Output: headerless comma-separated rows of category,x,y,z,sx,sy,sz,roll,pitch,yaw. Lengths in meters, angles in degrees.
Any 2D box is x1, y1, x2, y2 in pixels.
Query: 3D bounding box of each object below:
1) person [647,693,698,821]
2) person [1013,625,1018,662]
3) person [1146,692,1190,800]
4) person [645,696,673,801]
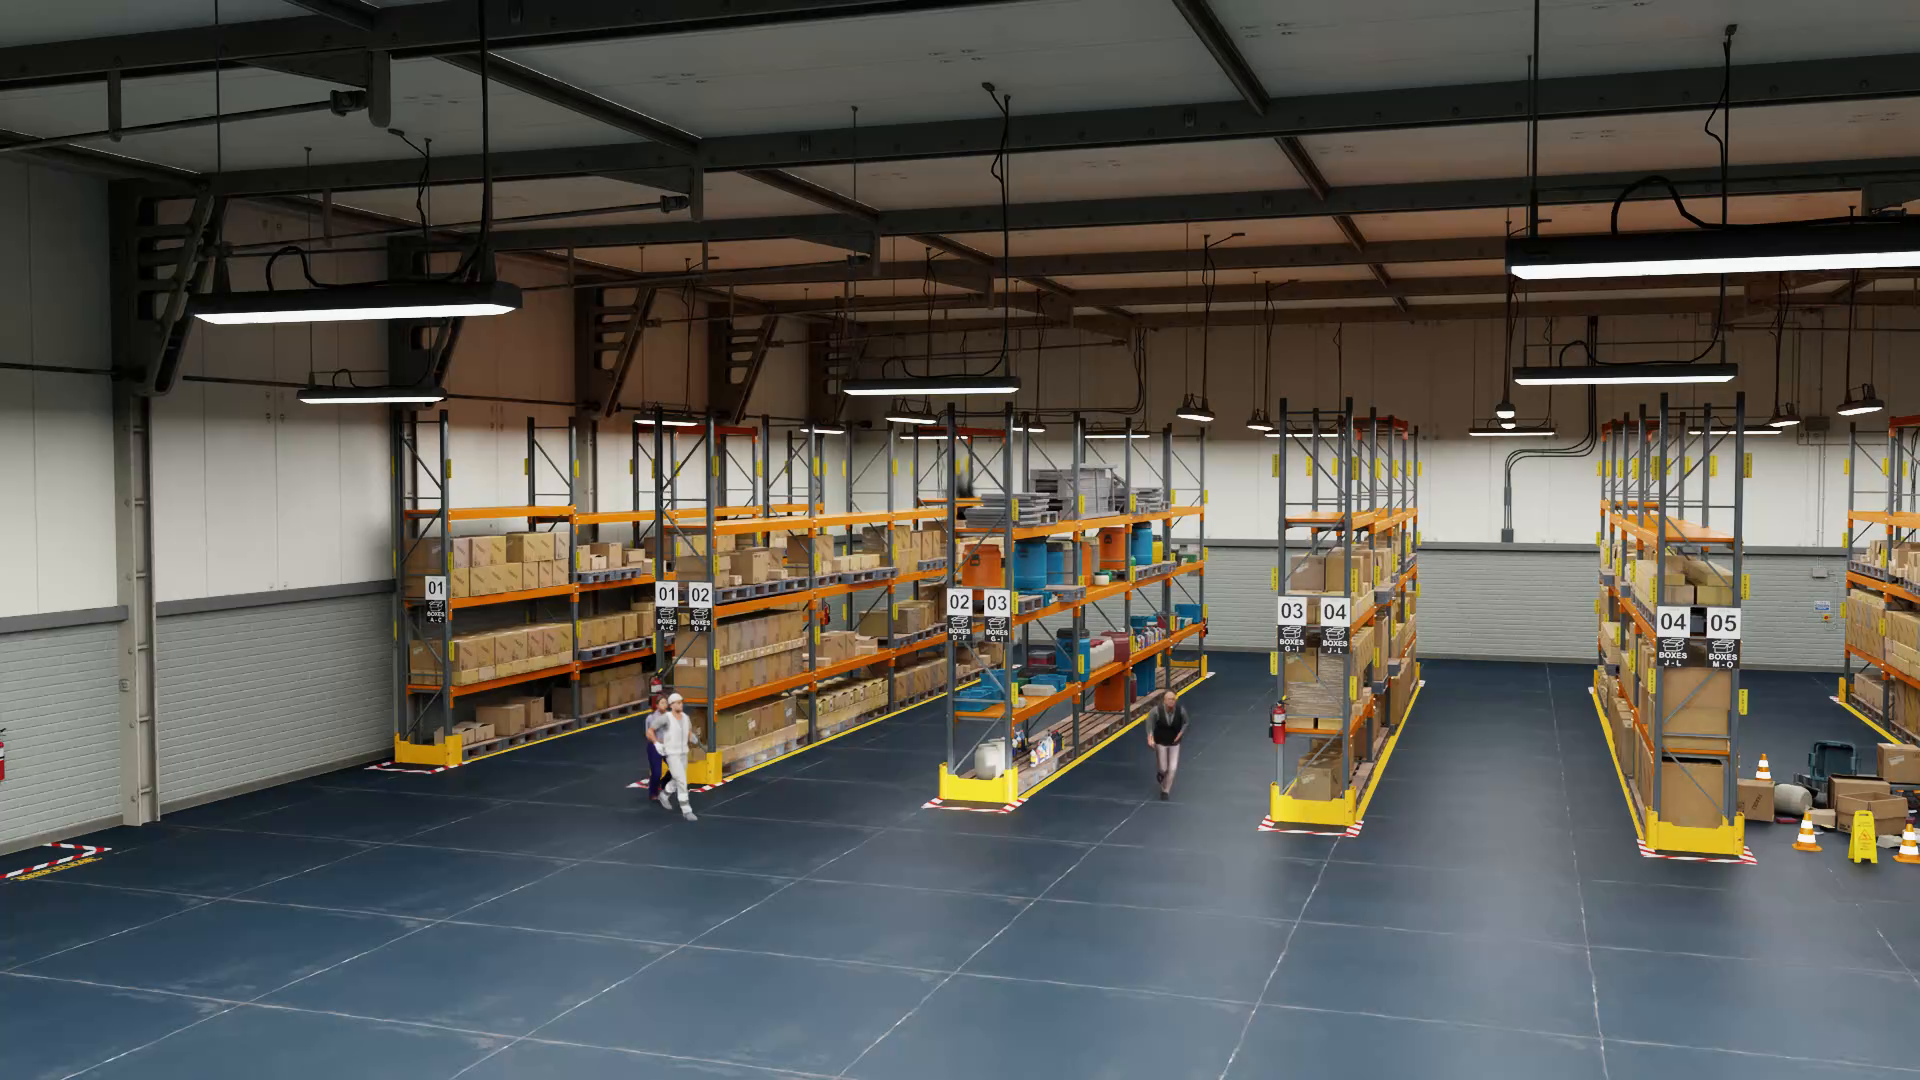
person,-4.070,3.080,23.803,0.951,1.775,0.682,2,3,37
person,1.284,2.303,43.097,0.674,1.779,0.664,2,3,40
person,3.151,3.111,25.308,0.653,1.657,0.757,0,2,-5
person,-4.441,3.131,24.897,0.584,1.589,0.666,-2,3,-40
